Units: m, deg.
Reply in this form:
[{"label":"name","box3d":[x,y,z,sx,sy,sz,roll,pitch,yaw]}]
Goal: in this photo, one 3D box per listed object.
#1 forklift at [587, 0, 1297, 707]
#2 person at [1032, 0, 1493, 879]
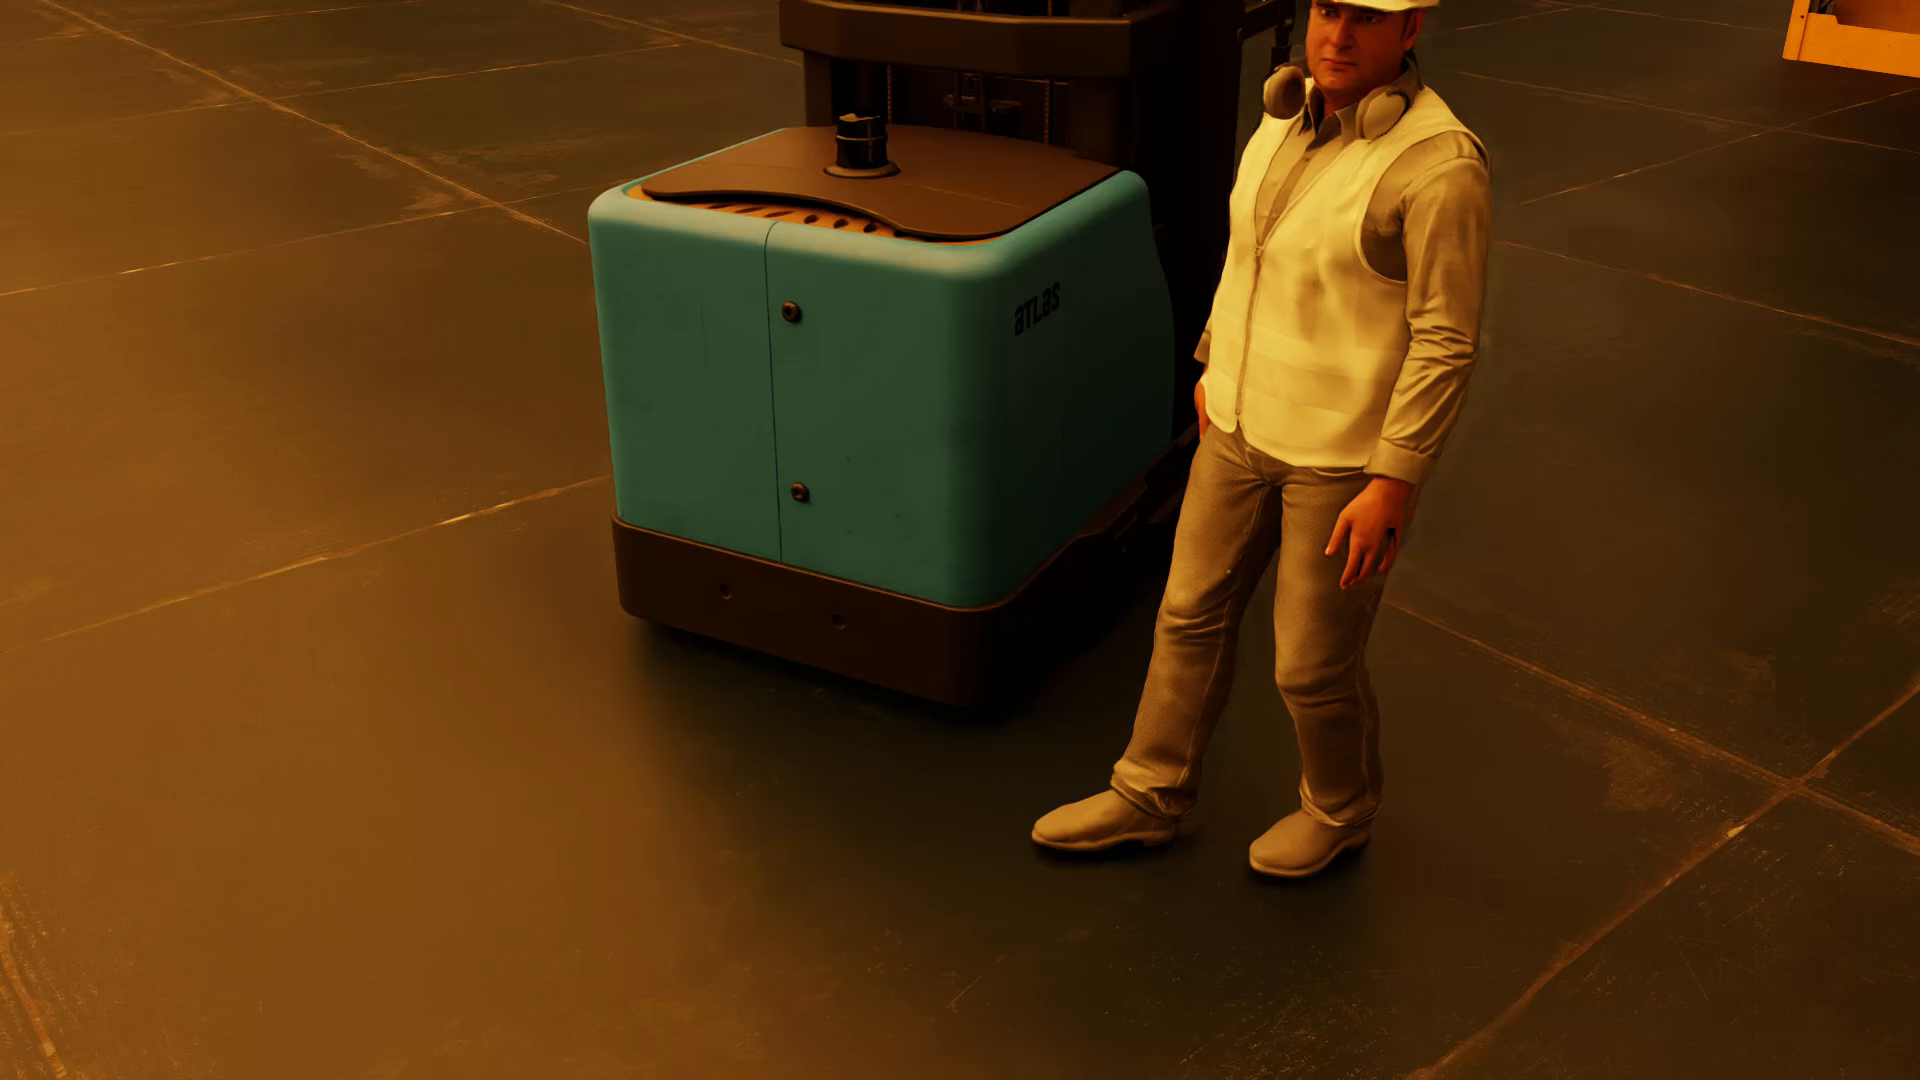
[{"label":"forklift","box3d":[0.309,-1.572,4.371,1.130,2.935,3.031,13,29,25]},{"label":"person","box3d":[0.518,-0.168,2.866,0.646,1.760,0.694,-14,30,-26]}]
